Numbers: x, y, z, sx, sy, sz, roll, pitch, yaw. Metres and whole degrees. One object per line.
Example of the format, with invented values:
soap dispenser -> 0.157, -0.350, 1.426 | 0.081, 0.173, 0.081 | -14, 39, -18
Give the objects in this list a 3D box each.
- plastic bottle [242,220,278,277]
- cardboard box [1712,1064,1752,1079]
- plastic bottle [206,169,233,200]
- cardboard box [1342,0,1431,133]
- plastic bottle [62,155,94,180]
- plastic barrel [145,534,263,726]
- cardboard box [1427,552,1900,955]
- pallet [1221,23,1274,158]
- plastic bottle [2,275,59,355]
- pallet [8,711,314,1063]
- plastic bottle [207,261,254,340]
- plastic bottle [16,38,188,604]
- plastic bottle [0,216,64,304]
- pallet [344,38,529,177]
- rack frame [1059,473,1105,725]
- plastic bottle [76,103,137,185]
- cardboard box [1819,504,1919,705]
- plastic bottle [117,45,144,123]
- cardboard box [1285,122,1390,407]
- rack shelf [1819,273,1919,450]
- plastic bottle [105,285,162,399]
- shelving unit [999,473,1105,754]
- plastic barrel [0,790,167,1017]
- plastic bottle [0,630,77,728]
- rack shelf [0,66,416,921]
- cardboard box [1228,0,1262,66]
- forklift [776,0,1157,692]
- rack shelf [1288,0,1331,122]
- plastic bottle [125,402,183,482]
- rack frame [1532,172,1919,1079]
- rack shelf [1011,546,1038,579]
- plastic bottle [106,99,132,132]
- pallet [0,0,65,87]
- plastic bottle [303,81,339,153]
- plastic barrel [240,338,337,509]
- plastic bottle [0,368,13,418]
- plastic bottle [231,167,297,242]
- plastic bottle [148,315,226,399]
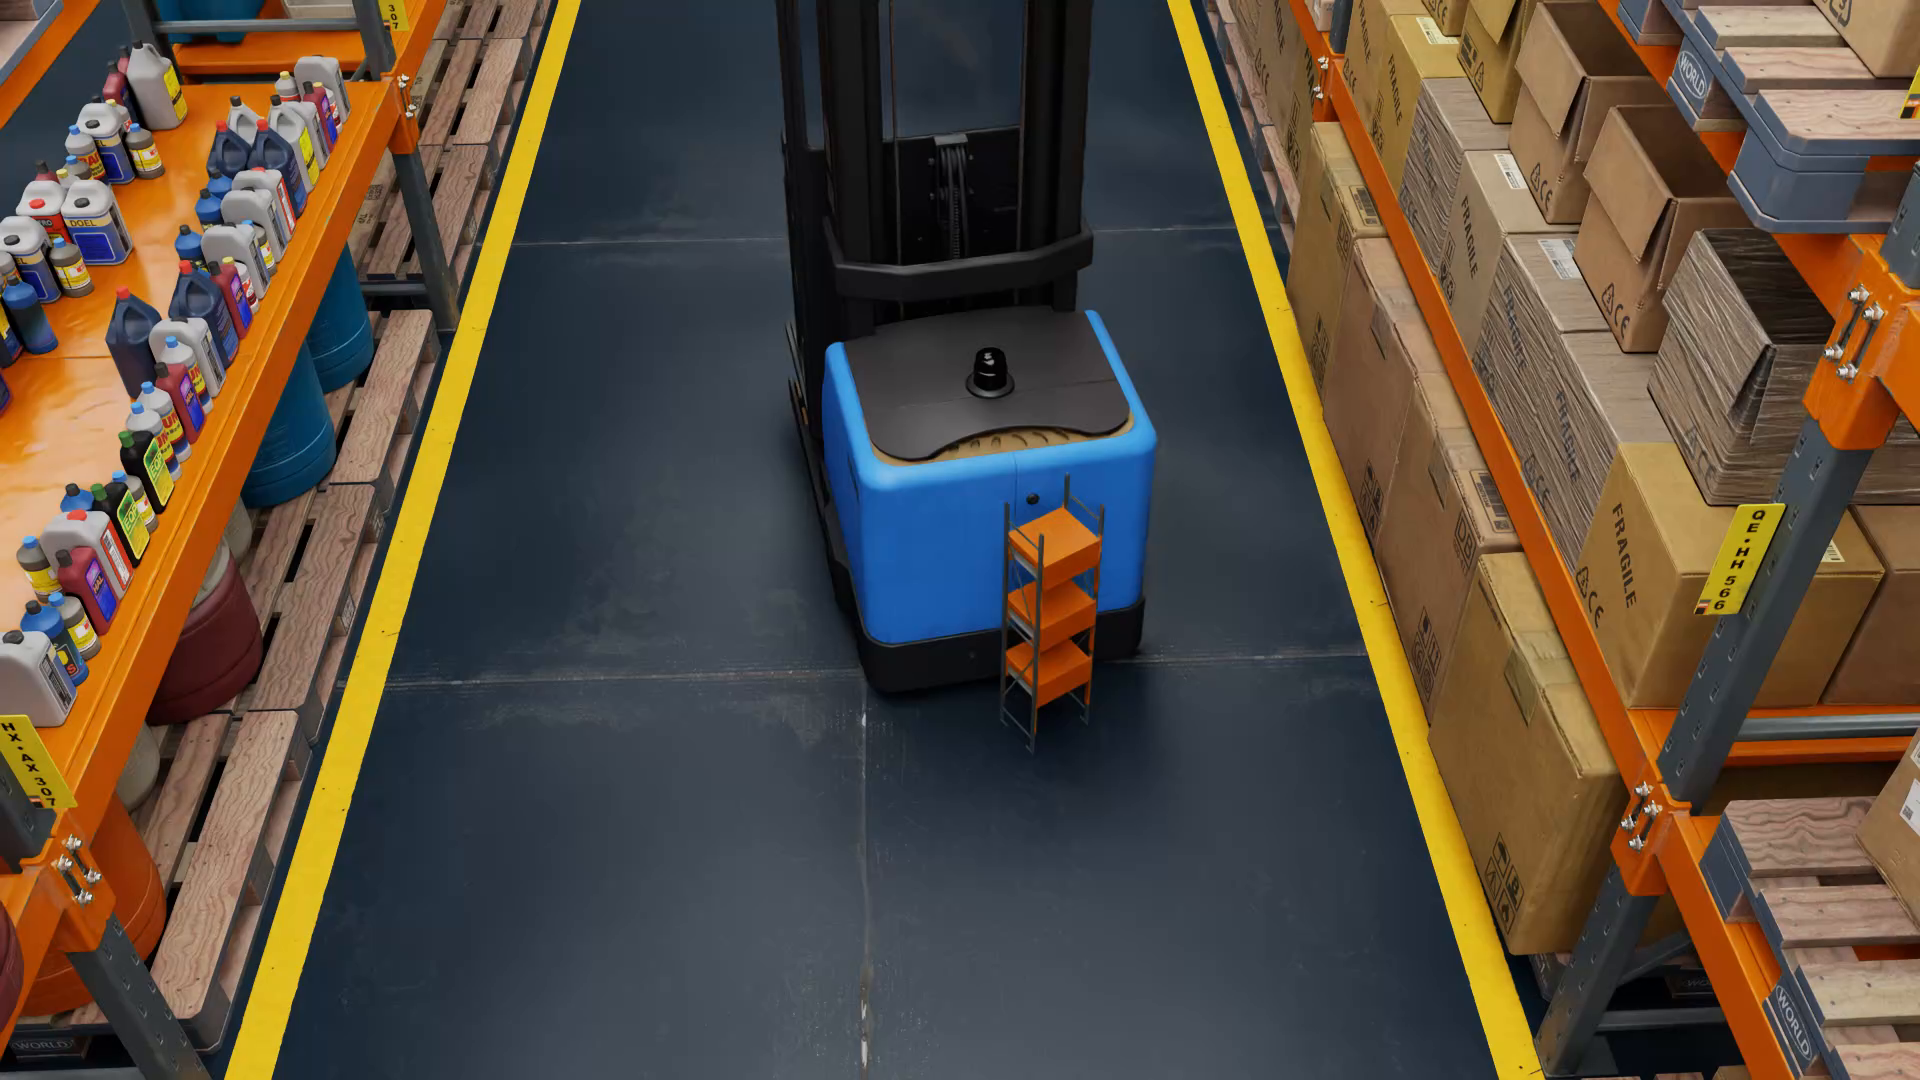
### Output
plastic bottle -> -2.453, -1.018, 5.788 | 0.097, 0.201, 0.097 | 0, 43, 0
cardboard box -> 2.299, 1.665, 4.238 | 0.700, 0.500, 0.500 | -4, 43, -4
plastic bottle -> -2.615, -1.196, 5.931 | 0.097, 0.271, 0.097 | 0, 43, 0
cardboard box -> 1.850, -1.965, 6.600 | 0.500, 0.500, 0.500 | -2, 43, -2
plastic bottle -> -3.232, -1.315, 6.112 | 0.097, 0.201, 0.097 | 0, 43, 0
plastic barrel -> -2.784, 0.238, 5.744 | 0.600, 0.588, 0.708 | -2, 43, -2
cardboard box -> 2.242, 0.616, 5.119 | 1.225, 0.875, 0.875 | -3, 43, -4
pallet -> 2.072, -2.559, 9.386 | 1.003, 0.211, 1.213 | -2, 43, -2
plastic bottle -> -3.050, -0.745, 5.438 | 0.097, 0.271, 0.097 | 0, 43, 0
pallet -> -2.773, 1.093, 5.401 | 1.003, 0.211, 1.213 | -2, 43, -2
plastic bottle -> -2.420, -0.815, 5.505 | 0.061, 0.283, 0.133 | -2, 43, -2
plastic bottle -> -2.869, -0.912, 5.561 | 0.643, 0.351, 2.872 | -2, 43, -2
plastic bottle -> -3.180, -0.953, 5.662 | 0.152, 0.276, 0.135 | -2, 43, -2
pallet -> -2.993, -2.397, 9.209 | 1.003, 0.211, 1.213 | -2, 43, -2
rack frame -> 0.404, 0.225, 5.728 | 0.008, 1.050, 0.200 | -25, 48, -25
plastic bottle -> -3.213, -1.488, 6.245 | 0.152, 0.276, 0.135 | -2, 43, -2
cardboard box -> 2.502, 0.082, 4.367 | 0.500, 0.500, 0.500 | 0, 43, -1
plastic bottle -> -3.279, -1.801, 6.581 | 0.061, 0.283, 0.133 | -2, 43, -2
cardboard box -> 2.128, -1.186, 7.086 | 1.225, 0.875, 0.875 | -2, 43, -2
rack shelf -> 2.335, 0.964, 1.791 | 1.077, 0.370, 4.000 | -2, 43, -2
plastic bottle -> -2.602, -0.636, 5.260 | 0.144, 0.351, 0.185 | -2, 43, -2
shelving unit -> 0.304, 0.272, 5.676 | 0.252, 1.050, 0.215 | -25, 48, -25
plastic barrel -> -7.784, 0.273, 3.953 | 10.706, 2.957, 0.708 | -2, 43, -2
plastic bottle -> -2.394, 0.341, 4.250 | 0.152, 0.276, 0.135 | -2, 43, -2
rack shelf -> -2.783, -0.488, 5.595 | 1.077, 0.370, 4.000 | -2, 43, -2
cardboard box -> 2.056, -3.274, 9.363 | 0.875, 0.875, 0.875 | -2, 43, -2
forklift -> -0.134, -1.536, 6.256 | 1.130, 2.935, 3.031 | -8, 43, -9
rack shelf -> 1.996, -3.331, 8.697 | 1.077, 0.370, 4.000 | -2, 43, -2
plastic bottle -> -2.406, -0.295, 4.947 | 0.097, 0.271, 0.097 | 0, 43, 0
rack frame -> 2.250, 0.454, 4.034 | 1.000, 3.000, 0.127 | -2, 43, -2
rack shelf -> 0.304, 0.034, 5.458 | 0.221, 0.050, 0.166 | -25, 48, -25
plastic bottle -> -3.250, -1.603, 6.426 | 0.097, 0.201, 0.097 | 0, 43, 0
pallet -> -2.633, -0.959, 3.496 | 1.003, 0.211, 1.213 | -2, 43, -2
plastic bottle -> -2.473, -1.649, 6.416 | 0.061, 0.283, 0.133 | -2, 43, -2
plastic barrel -> -2.832, -0.639, 6.470 | 0.600, 0.901, 0.708 | -2, 43, -2
plastic bottle -> -3.054, -0.522, 5.186 | 0.061, 0.283, 0.133 | -2, 43, -2
plastic bottle -> -2.491, -1.214, 5.947 | 0.152, 0.276, 0.135 | -2, 43, -2
plastic bottle -> -2.452, -0.595, 5.271 | 0.152, 0.276, 0.135 | -2, 43, -2
